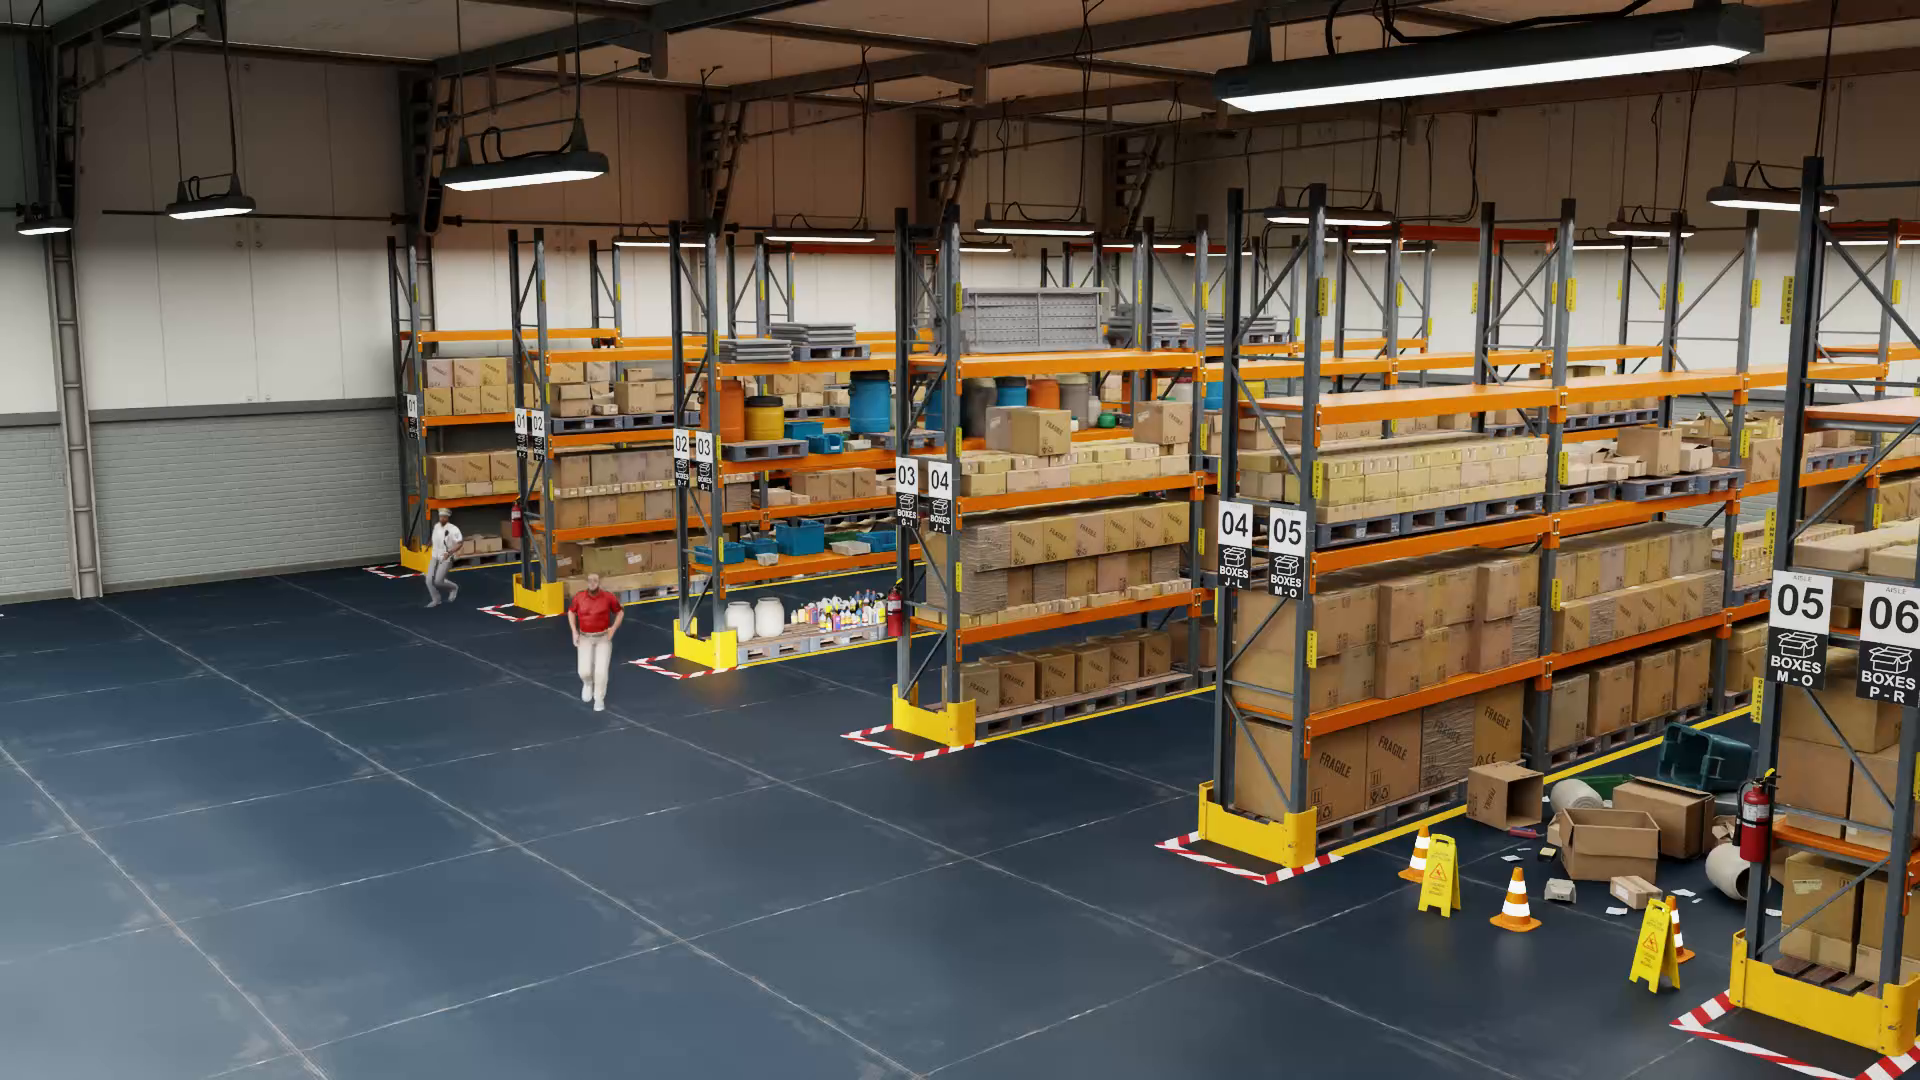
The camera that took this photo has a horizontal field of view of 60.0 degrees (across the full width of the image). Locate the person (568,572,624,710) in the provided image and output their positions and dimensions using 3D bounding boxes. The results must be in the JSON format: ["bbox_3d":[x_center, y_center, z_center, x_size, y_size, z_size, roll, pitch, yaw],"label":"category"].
[{"bbox_3d":[-4.446,1.225,20.346,0.678,1.695,0.597,-1,9,-8],"label":"person"}]

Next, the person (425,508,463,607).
[{"bbox_3d":[-8.308,0.276,26.761,0.578,1.621,0.537,4,10,23],"label":"person"}]
